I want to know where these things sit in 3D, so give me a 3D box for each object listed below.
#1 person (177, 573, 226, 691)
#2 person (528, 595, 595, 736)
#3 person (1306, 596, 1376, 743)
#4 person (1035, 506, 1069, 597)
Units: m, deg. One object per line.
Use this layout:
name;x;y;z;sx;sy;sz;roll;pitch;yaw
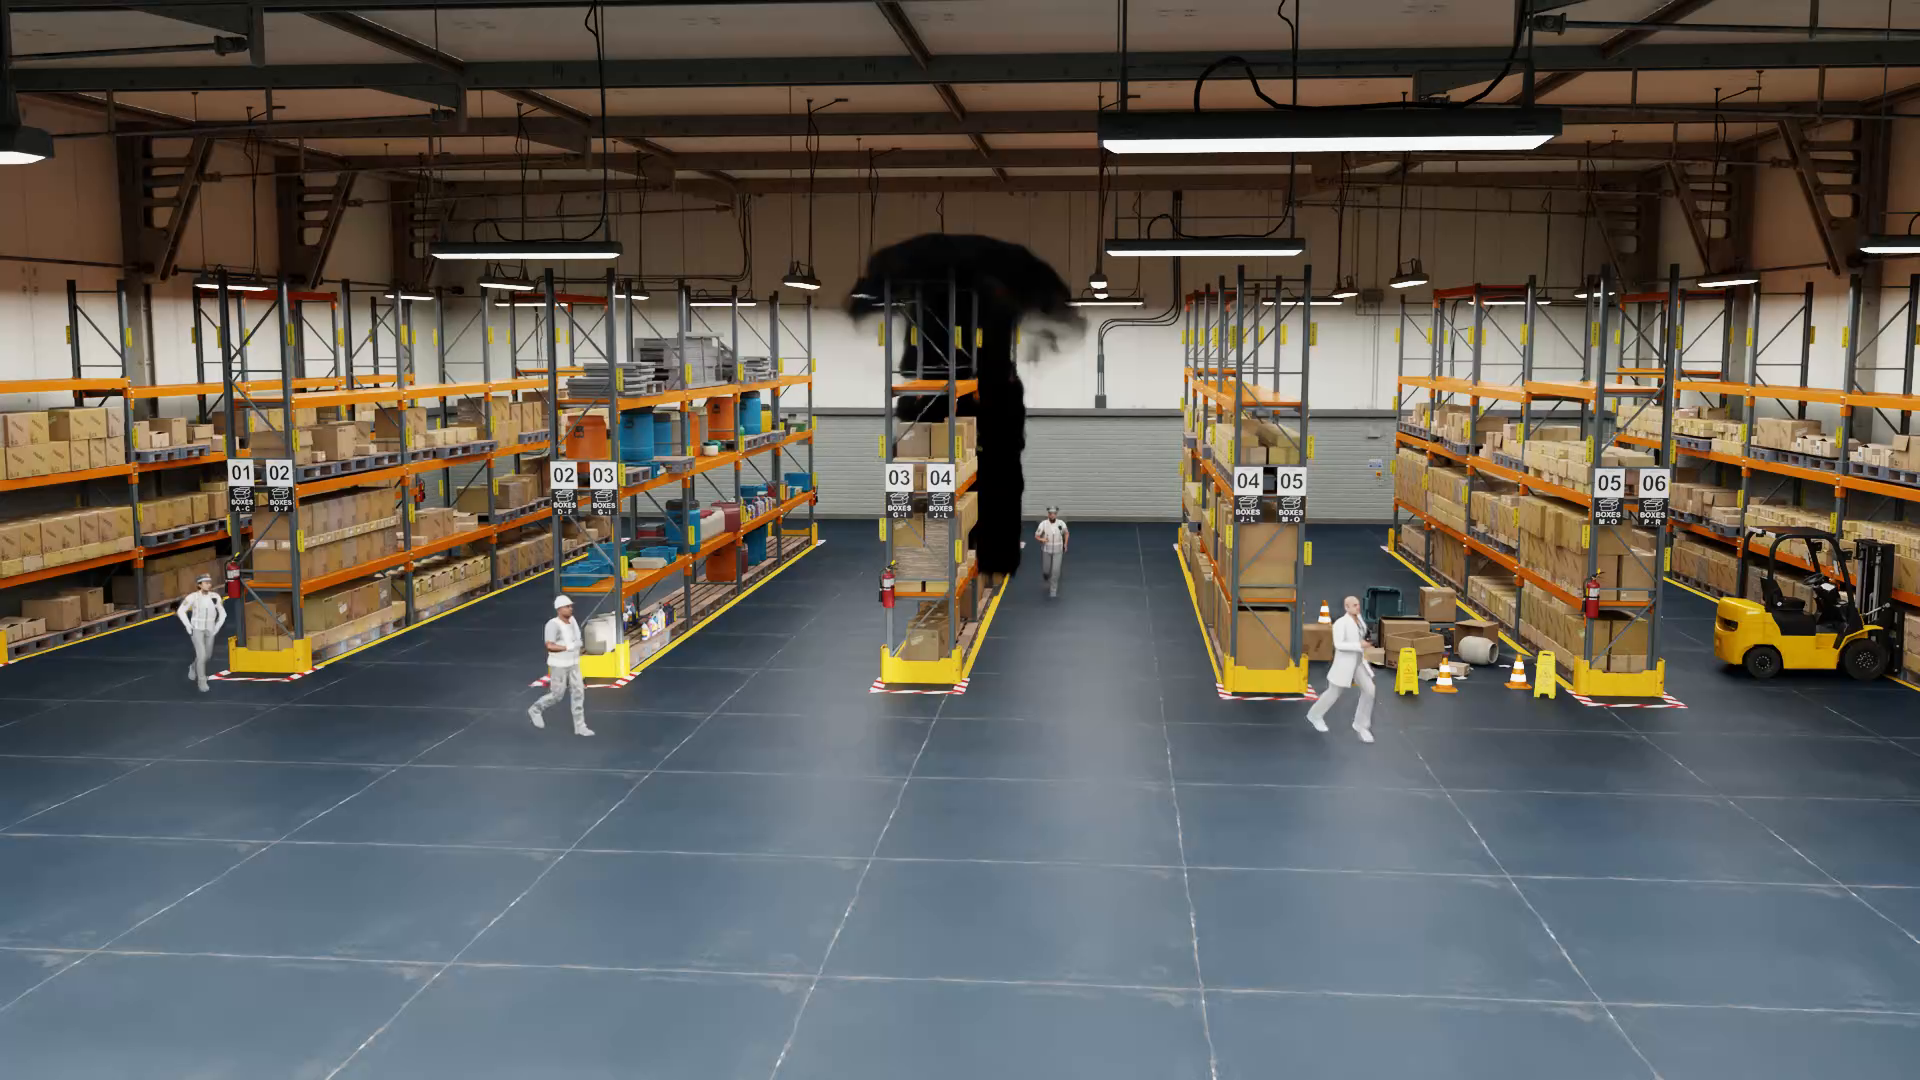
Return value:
person;-10.882;1.299;23.894;0.641;1.673;0.658;-7;10;-44
person;-5.007;1.570;20.897;0.951;1.766;0.686;3;8;24
person;4.849;1.599;20.866;0.731;1.837;0.988;-5;9;-36
person;1.794;0.200;32.367;0.670;1.755;0.796;0;7;0
